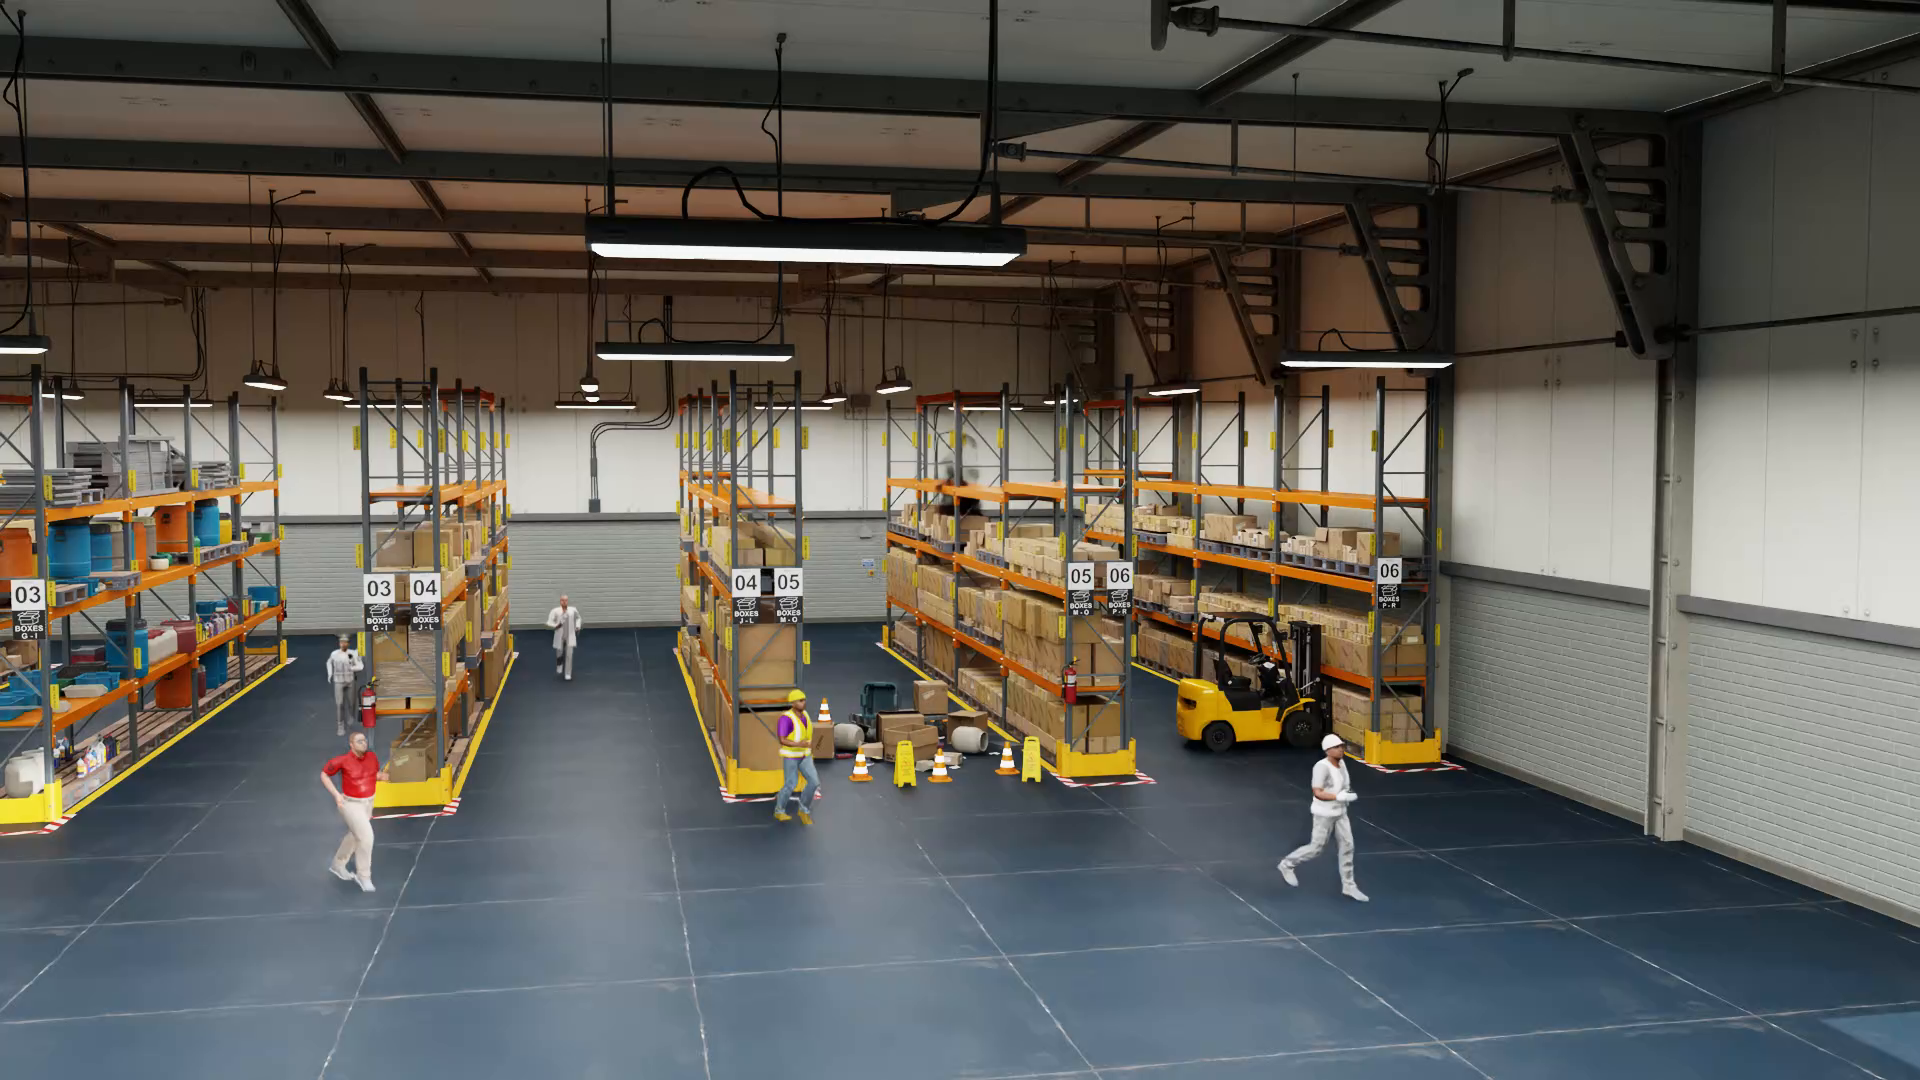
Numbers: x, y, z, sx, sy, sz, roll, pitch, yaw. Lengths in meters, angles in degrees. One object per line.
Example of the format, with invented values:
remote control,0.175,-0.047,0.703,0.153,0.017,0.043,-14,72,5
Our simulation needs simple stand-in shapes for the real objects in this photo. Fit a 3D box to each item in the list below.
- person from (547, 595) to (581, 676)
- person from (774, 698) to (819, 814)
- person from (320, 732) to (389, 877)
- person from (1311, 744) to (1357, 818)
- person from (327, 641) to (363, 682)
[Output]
person,-8.327,2.003,35.035,0.721,1.679,0.795,-1,4,-17
person,-2.104,2.784,21.630,0.734,1.608,0.716,3,4,38
person,-12.082,2.088,19.867,11.552,3.180,2.266,1,4,21
person,4.113,2.593,18.162,0.591,0.859,0.678,3,5,41
person,-10.544,2.035,28.406,0.559,0.759,0.373,-1,4,-17
